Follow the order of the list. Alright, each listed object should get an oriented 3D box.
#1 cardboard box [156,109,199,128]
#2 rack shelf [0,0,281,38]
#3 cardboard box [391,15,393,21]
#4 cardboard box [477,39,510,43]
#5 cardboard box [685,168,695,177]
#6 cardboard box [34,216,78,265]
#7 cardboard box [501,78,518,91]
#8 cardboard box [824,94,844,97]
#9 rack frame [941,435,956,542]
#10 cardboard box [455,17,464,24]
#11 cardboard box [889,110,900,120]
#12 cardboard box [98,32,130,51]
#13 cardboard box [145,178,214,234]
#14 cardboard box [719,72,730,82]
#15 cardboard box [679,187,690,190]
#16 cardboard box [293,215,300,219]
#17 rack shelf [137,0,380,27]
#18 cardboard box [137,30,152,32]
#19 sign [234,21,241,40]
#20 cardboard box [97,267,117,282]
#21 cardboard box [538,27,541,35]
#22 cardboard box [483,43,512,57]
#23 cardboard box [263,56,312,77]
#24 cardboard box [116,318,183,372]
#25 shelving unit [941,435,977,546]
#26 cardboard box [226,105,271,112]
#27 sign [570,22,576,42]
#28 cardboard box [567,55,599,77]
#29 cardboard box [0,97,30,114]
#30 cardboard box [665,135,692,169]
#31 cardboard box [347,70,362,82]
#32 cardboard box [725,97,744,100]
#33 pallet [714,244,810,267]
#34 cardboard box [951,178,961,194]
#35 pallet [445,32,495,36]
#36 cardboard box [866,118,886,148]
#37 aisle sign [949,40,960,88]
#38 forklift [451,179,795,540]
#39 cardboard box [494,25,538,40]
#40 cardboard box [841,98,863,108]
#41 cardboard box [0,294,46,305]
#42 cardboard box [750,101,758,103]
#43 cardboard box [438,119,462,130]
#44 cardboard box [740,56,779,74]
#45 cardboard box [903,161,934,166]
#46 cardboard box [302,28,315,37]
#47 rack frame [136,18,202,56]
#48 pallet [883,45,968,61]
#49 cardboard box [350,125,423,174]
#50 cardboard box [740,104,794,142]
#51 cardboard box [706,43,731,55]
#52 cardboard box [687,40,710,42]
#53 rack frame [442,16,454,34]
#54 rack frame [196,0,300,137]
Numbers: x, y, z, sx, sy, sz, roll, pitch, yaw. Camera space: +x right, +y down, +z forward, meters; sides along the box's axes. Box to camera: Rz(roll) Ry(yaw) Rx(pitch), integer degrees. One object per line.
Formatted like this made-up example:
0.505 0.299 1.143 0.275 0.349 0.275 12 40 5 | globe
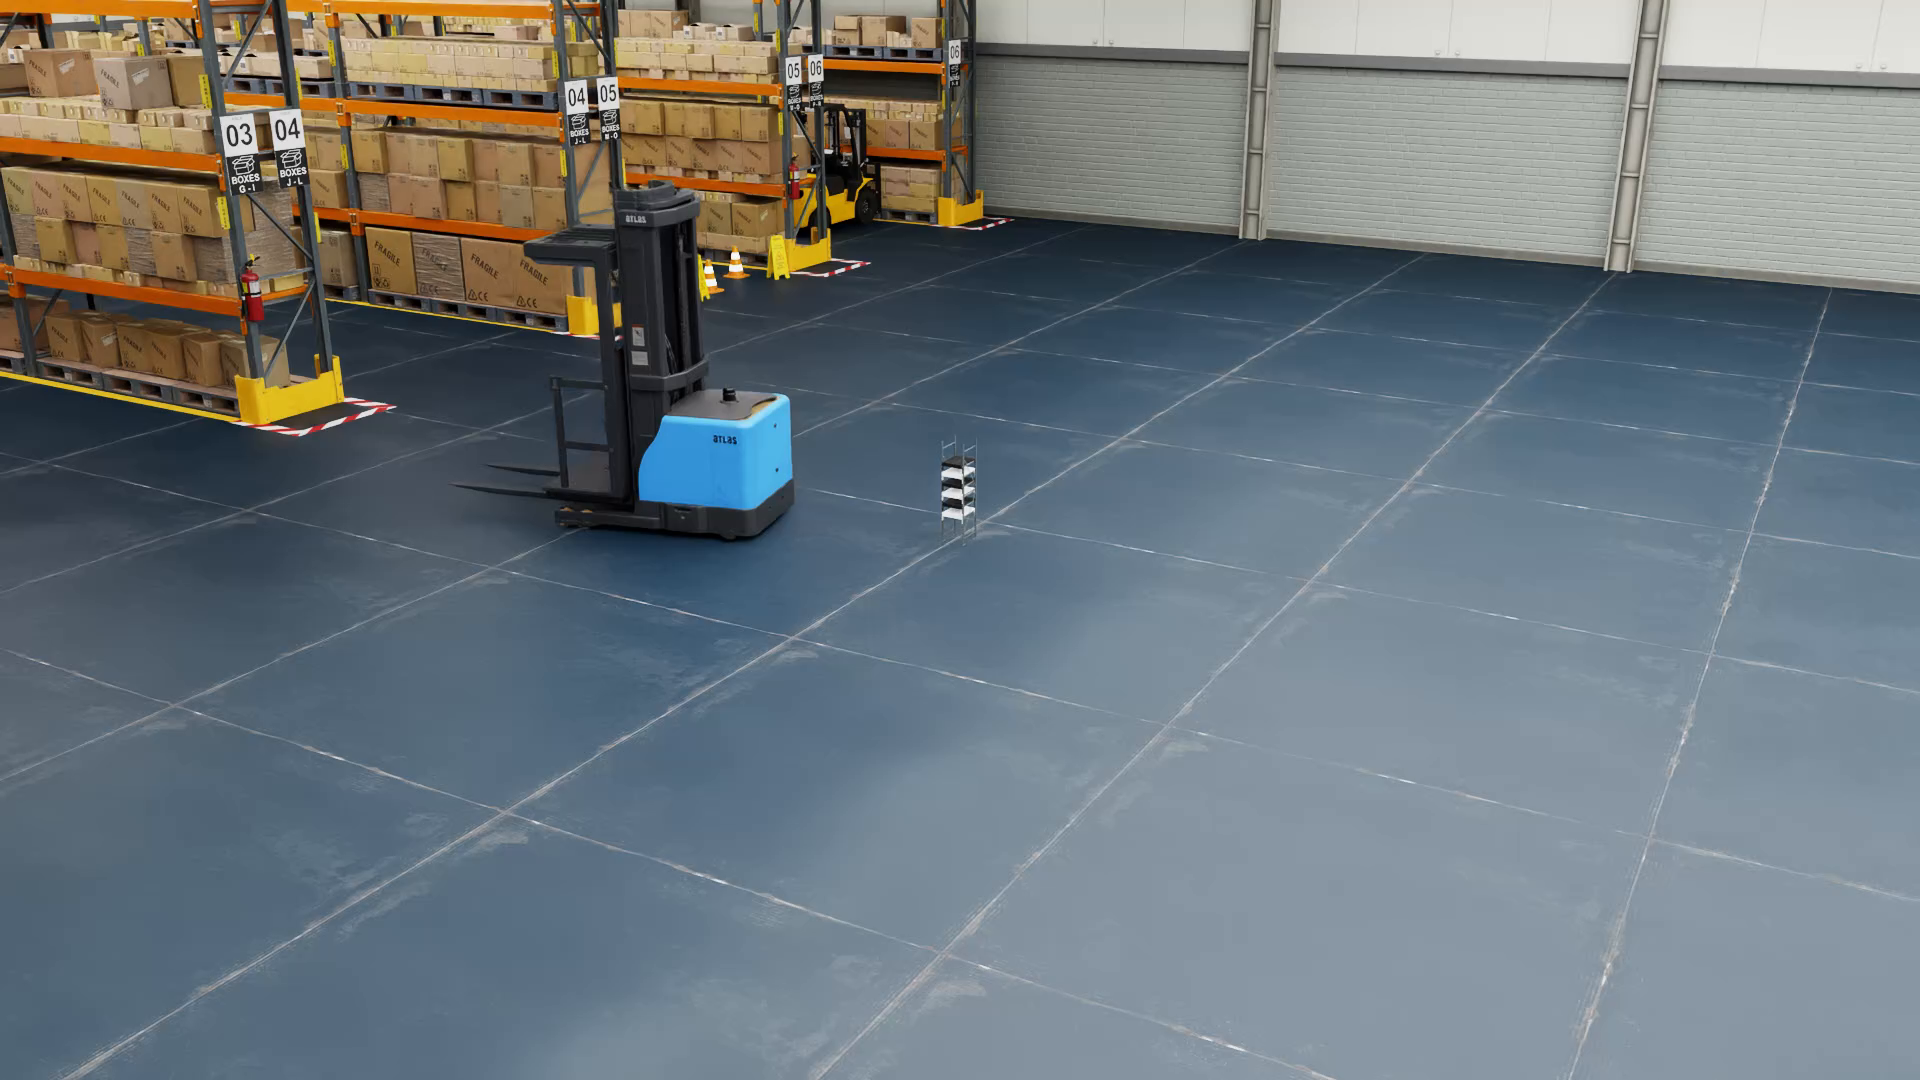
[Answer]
-8.114 -4.391 17.309 0.250 0.149 0.380 10 22 25 | cardboard box
-9.004 -5.633 17.758 4.000 0.370 1.077 11 23 27 | rack shelf
-11.927 -11.139 35.327 0.500 0.250 0.500 11 23 28 | cardboard box
-6.219 -6.596 22.187 0.250 0.149 0.380 11 23 28 | cardboard box
-4.180 -5.911 26.629 0.250 0.149 0.380 11 23 27 | cardboard box
-9.968 -3.485 18.991 0.500 0.500 0.875 11 23 27 | cardboard box
-5.650 -5.855 21.315 0.250 0.149 0.380 11 23 28 | cardboard box
-2.388 -8.325 31.383 0.250 0.149 0.380 10 22 26 | cardboard box
-0.096 -0.441 14.262 0.006 0.900 0.240 11 23 27 | rack frame
-10.169 -10.717 34.282 0.250 0.149 0.380 11 23 28 | cardboard box
-1.091 -7.714 30.135 0.250 0.149 0.380 11 22 27 | cardboard box
-12.669 -7.498 24.968 0.258 0.266 0.396 11 23 27 | cardboard box
-8.297 -3.576 17.776 0.500 0.500 0.500 11 23 27 | cardboard box
-3.510 -7.186 25.747 0.250 0.149 0.380 11 23 28 | cardboard box
-4.824 -5.590 27.694 0.500 0.500 0.500 11 23 28 | cardboard box
-10.482 -4.478 24.993 0.750 0.750 1.050 11 23 28 | cardboard box
-9.988 -7.572 23.683 4.000 0.370 1.077 11 23 27 | rack shelf
-15.555 -9.718 31.964 0.250 0.149 0.380 12 23 29 | cardboard box
-13.170 -9.291 30.306 0.005 0.325 0.100 11 23 27 | sign
-9.393 -2.996 18.595 0.250 0.149 0.380 11 23 27 | cardboard box
-8.284 -10.278 33.537 0.250 0.149 0.380 11 23 28 | cardboard box
-5.878 -6.273 21.298 0.250 0.149 0.380 11 23 28 | cardboard box
-9.428 -6.669 23.410 0.500 0.250 0.500 11 22 27 | cardboard box
-9.336 -2.256 19.236 0.500 0.500 0.500 9 22 23 | cardboard box
-0.007 -0.424 14.215 0.210 0.900 0.258 11 23 27 | shelving unit
-7.564 -4.534 17.701 0.250 0.149 0.380 11 23 28 | cardboard box
-6.184 -8.108 26.583 0.005 0.325 0.100 11 23 27 | sign
-5.046 -6.160 21.571 0.500 0.250 0.500 11 23 27 | cardboard box
-10.616 -4.866 18.619 0.250 0.149 0.380 10 22 26 | cardboard box
-4.336 -6.224 26.542 0.500 0.500 0.500 11 23 28 | cardboard box
-8.090 -6.320 22.595 0.250 0.149 0.380 10 22 26 | cardboard box
-4.361 -8.526 32.374 0.250 0.149 0.380 11 22 27 | cardboard box
-3.183 -4.618 26.785 1.213 0.211 1.003 11 23 27 | pallet
-0.316 -6.528 30.647 0.500 0.250 0.500 11 23 28 | cardboard box
-9.948 -10.437 34.614 1.003 0.211 1.213 11 23 27 | pallet
-1.461 -7.473 30.422 0.500 0.500 0.500 10 22 26 | cardboard box
-0.093 -8.372 29.235 0.004 0.787 0.394 11 23 27 | aisle sign
-3.076 -1.643 14.596 3.031 2.935 1.130 5 21 15 | forklift
-7.386 -8.429 27.676 0.500 0.250 0.500 11 23 28 | cardboard box
-1.976 -8.037 30.590 0.250 0.149 0.380 11 23 28 | cardboard box
-11.682 -2.710 20.459 0.500 0.500 0.700 11 22 27 | cardboard box
-3.906 -8.256 31.630 0.250 0.149 0.380 12 23 29 | cardboard box
-8.670 -7.257 28.773 0.500 0.500 0.500 12 23 30 | cardboard box
-3.003 -7.255 25.350 0.500 0.250 0.500 10 22 27 | cardboard box
-0.772 -6.842 30.778 0.500 0.250 0.500 11 23 27 | cardboard box
-12.029 -9.247 30.575 0.500 0.311 0.500 11 23 27 | cardboard box
-11.734 -8.430 24.409 0.127 3.000 1.000 11 23 27 | rack frame
-0.612 -8.742 29.798 1.213 0.211 1.003 11 23 27 | pallet
-7.937 -5.452 23.192 0.550 0.550 0.875 11 23 27 | cardboard box
-2.977 -6.447 25.690 0.500 0.500 0.700 10 22 26 | cardboard box
-3.708 -7.597 25.710 0.250 0.149 0.380 11 23 27 | cardboard box
-4.133 -7.885 26.504 0.250 0.149 0.380 11 23 28 | cardboard box
-10.483 -12.064 34.427 0.127 3.000 1.000 11 23 27 | rack frame
-7.257 -5.640 16.718 0.127 3.000 1.000 11 23 27 | rack frame
